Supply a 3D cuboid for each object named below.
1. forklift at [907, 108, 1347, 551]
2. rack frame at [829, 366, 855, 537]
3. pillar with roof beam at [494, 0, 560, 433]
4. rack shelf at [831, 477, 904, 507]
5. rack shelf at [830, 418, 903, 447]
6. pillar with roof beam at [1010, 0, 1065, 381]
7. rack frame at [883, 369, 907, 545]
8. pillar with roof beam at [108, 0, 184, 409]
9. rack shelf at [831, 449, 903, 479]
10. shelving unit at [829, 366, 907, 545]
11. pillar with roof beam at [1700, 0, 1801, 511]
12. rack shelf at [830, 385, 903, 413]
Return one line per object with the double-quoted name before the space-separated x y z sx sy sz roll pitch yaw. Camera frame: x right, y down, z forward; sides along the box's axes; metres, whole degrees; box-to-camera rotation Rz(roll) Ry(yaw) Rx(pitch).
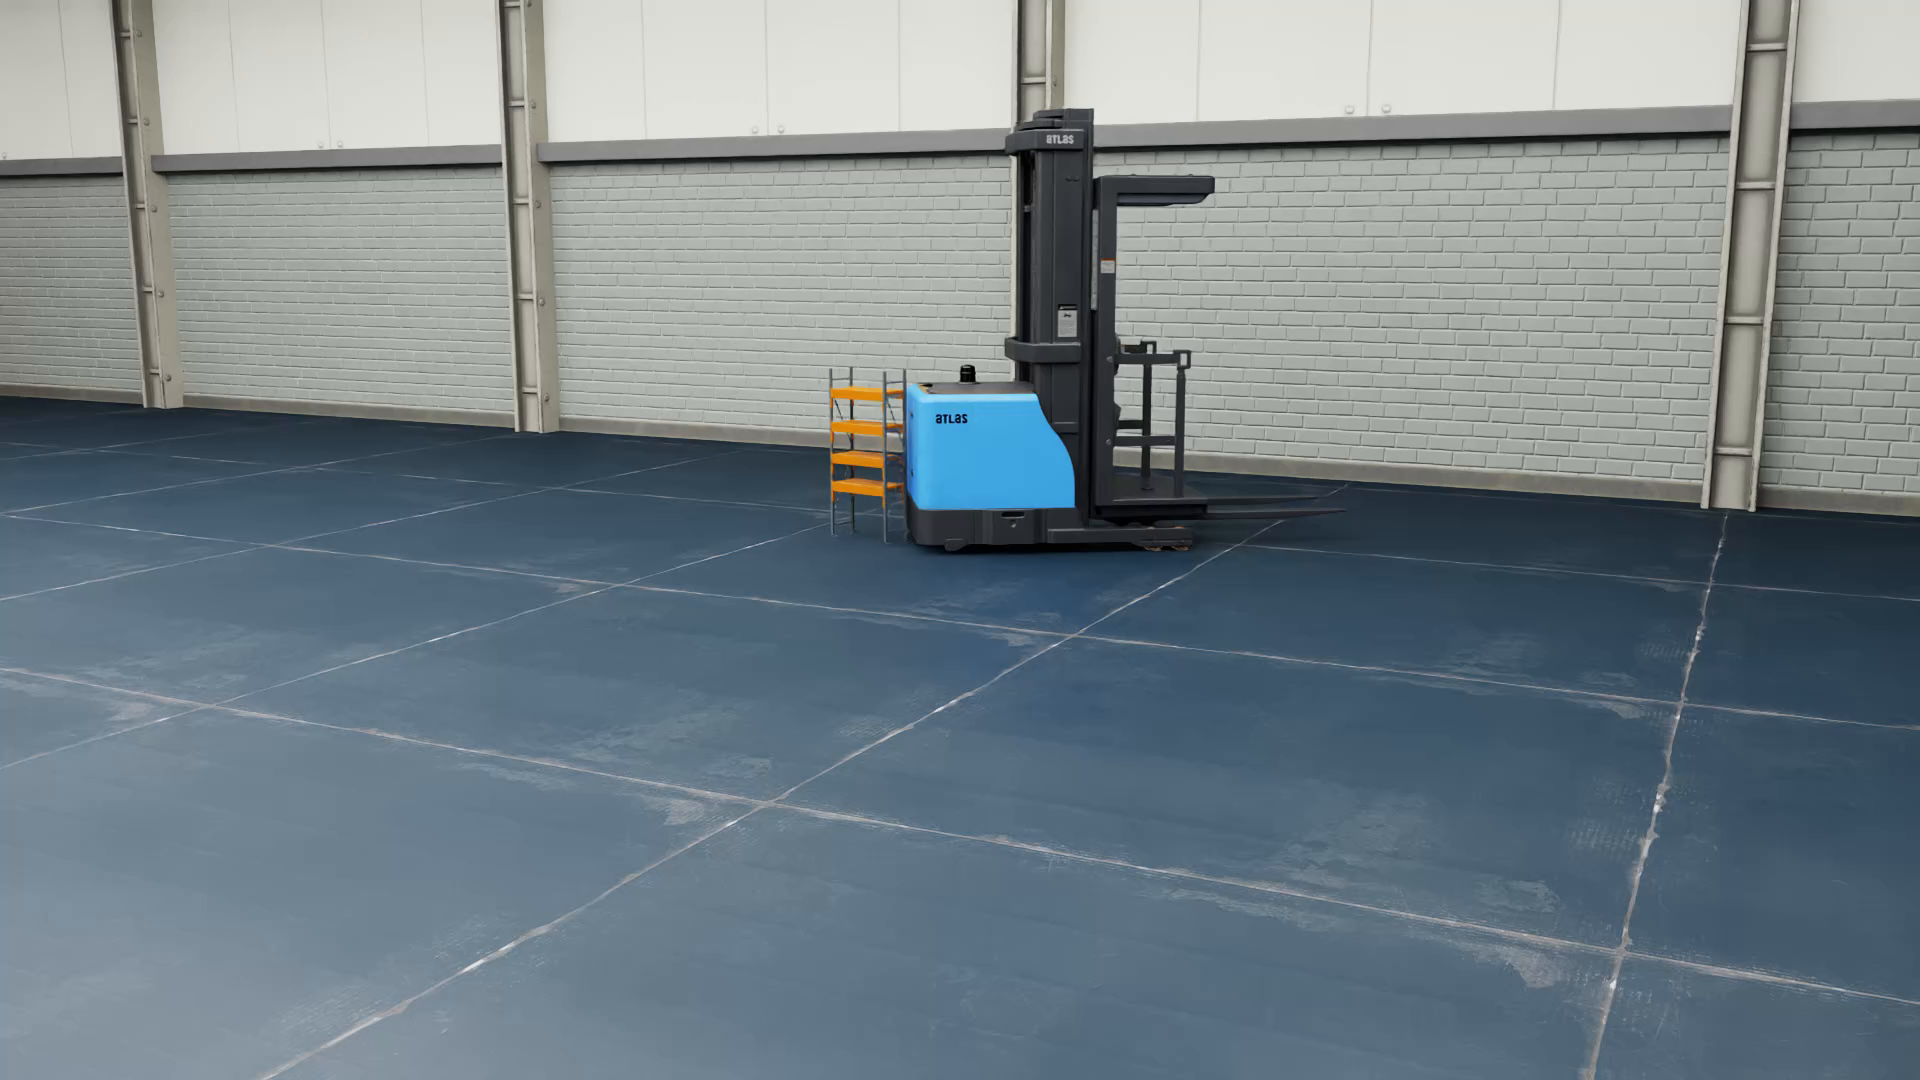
"forklift" 1.162 -1.457 11.550 3.031 2.935 1.130 -1 10 -7
"rack frame" -0.840 -0.629 11.835 0.015 1.200 0.240 8 13 36
"pillar with roof beam" -6.574 -4.948 13.801 0.400 9.000 9.100 5 11 26
"rack shelf" -0.645 -0.341 11.738 0.480 0.148 0.258 8 13 36
"rack shelf" -0.645 -0.756 11.663 0.480 0.148 0.258 8 13 36
"pillar with roof beam" -1.194 -4.475 11.188 0.400 9.000 9.100 5 11 26
"rack frame" -0.450 -0.576 11.546 0.015 1.200 0.240 8 13 36
"pillar with roof beam" -11.955 -5.421 16.413 0.400 9.000 9.100 5 11 26
"rack shelf" -0.645 -0.536 11.702 0.480 0.148 0.258 8 13 36
"shelving unit" -0.645 -0.603 11.690 0.503 1.200 0.258 8 13 36
"pillar with roof beam" 4.187 -4.002 8.576 0.400 9.000 9.100 5 11 26
"rack shelf" -0.645 -0.989 11.620 0.480 0.148 0.258 8 13 36
